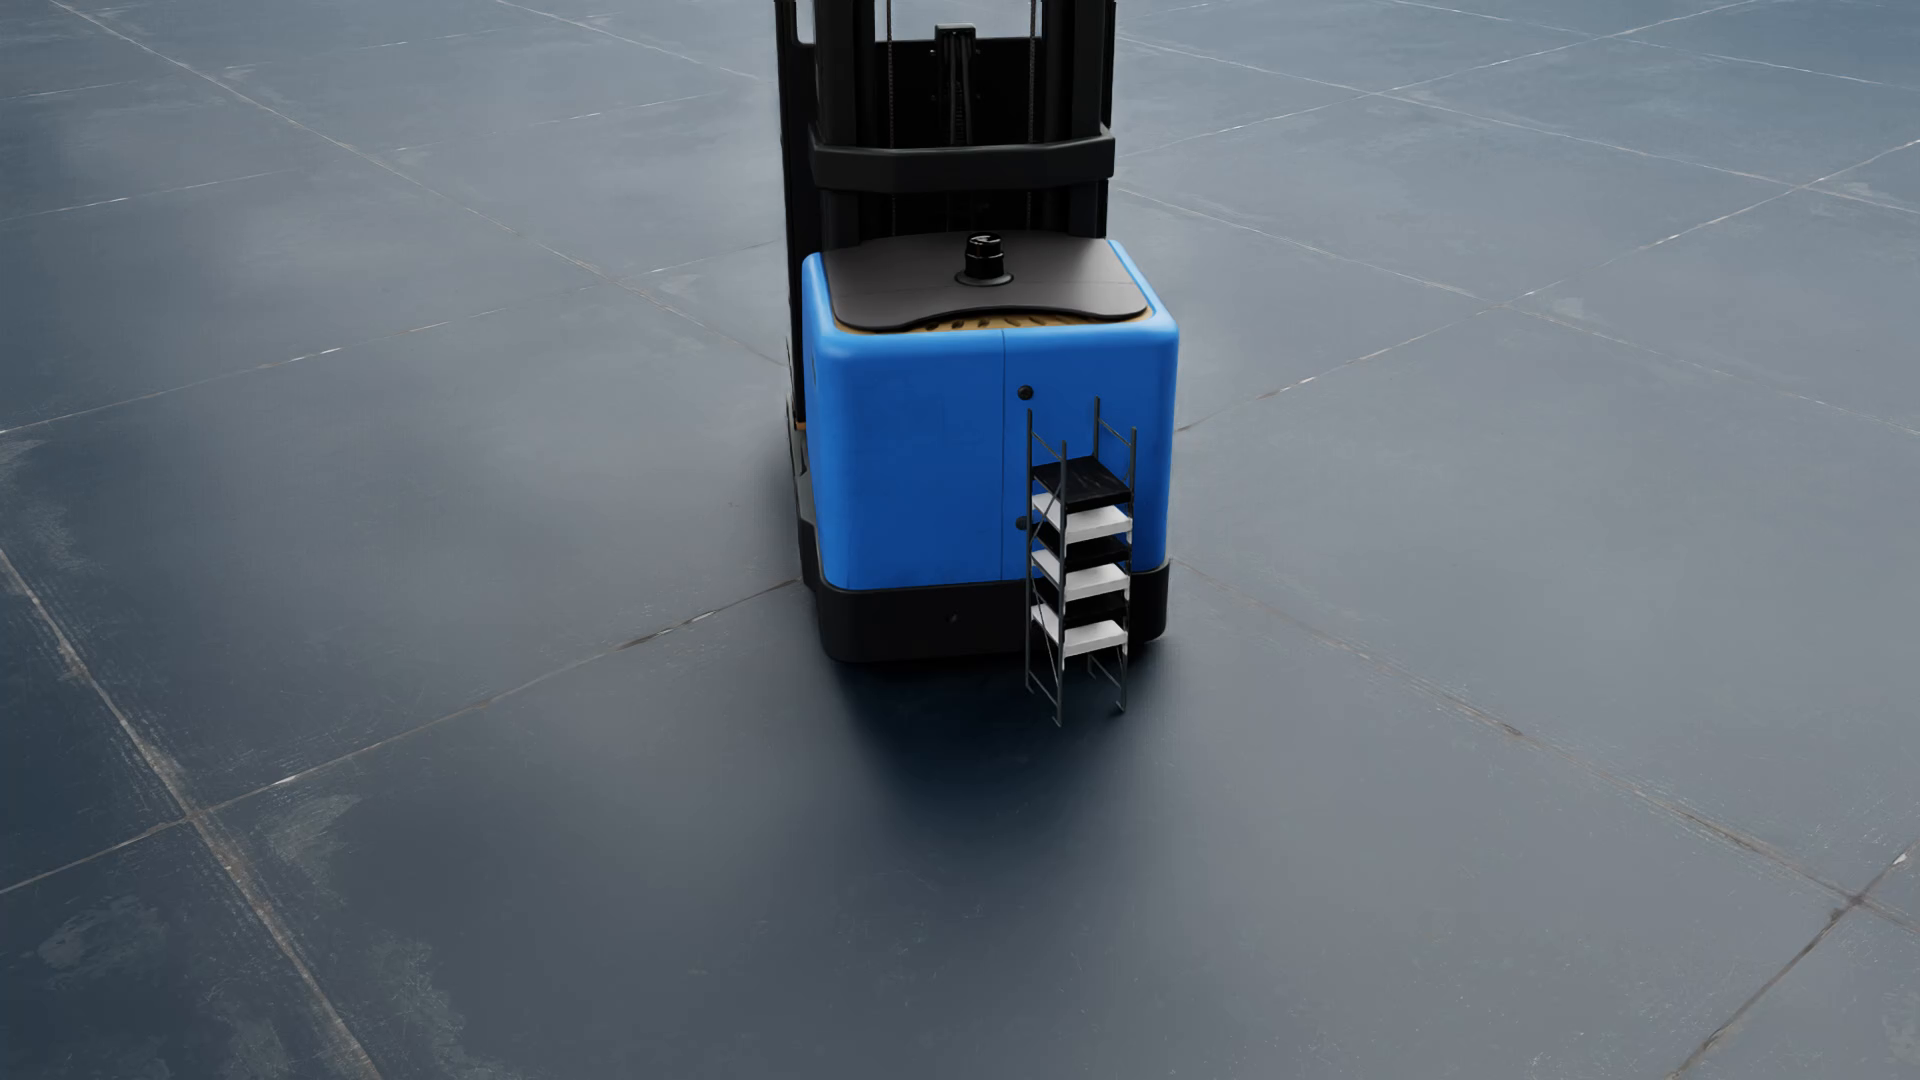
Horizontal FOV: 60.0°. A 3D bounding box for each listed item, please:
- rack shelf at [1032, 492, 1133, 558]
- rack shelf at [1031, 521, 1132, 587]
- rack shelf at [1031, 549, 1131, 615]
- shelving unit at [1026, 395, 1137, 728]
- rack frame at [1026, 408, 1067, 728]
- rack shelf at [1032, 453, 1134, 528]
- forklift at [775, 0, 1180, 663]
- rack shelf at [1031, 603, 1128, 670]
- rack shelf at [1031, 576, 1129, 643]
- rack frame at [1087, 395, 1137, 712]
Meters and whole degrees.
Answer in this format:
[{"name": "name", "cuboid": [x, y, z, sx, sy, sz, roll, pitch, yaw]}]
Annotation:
[{"name": "rack shelf", "cuboid": [0.329, -0.059, 4.590, 0.200, 0.077, 0.258, -12, 30, -19]}, {"name": "rack shelf", "cuboid": [0.330, 0.020, 4.633, 0.200, 0.077, 0.258, -12, 30, -19]}, {"name": "rack shelf", "cuboid": [0.331, 0.099, 4.676, 0.200, 0.077, 0.258, -12, 30, -19]}, {"name": "shelving unit", "cuboid": [0.331, 0.070, 4.660, 0.210, 0.900, 0.258, -12, 30, -19]}, {"name": "rack frame", "cuboid": [0.236, 0.089, 4.627, 0.006, 0.900, 0.240, -12, 30, -19]}, {"name": "rack shelf", "cuboid": [0.327, -0.138, 4.547, 0.200, 0.077, 0.258, -12, 30, -19]}, {"name": "forklift", "cuboid": [-0.078, -1.600, 5.633, 1.130, 2.935, 3.031, -4, 28, -7]}, {"name": "rack shelf", "cuboid": [0.334, 0.257, 4.762, 0.200, 0.077, 0.258, -12, 30, -19]}, {"name": "rack shelf", "cuboid": [0.332, 0.178, 4.719, 0.200, 0.077, 0.258, -12, 30, -19]}, {"name": "rack frame", "cuboid": [0.425, 0.051, 4.693, 0.006, 0.900, 0.240, -12, 30, -19]}]
